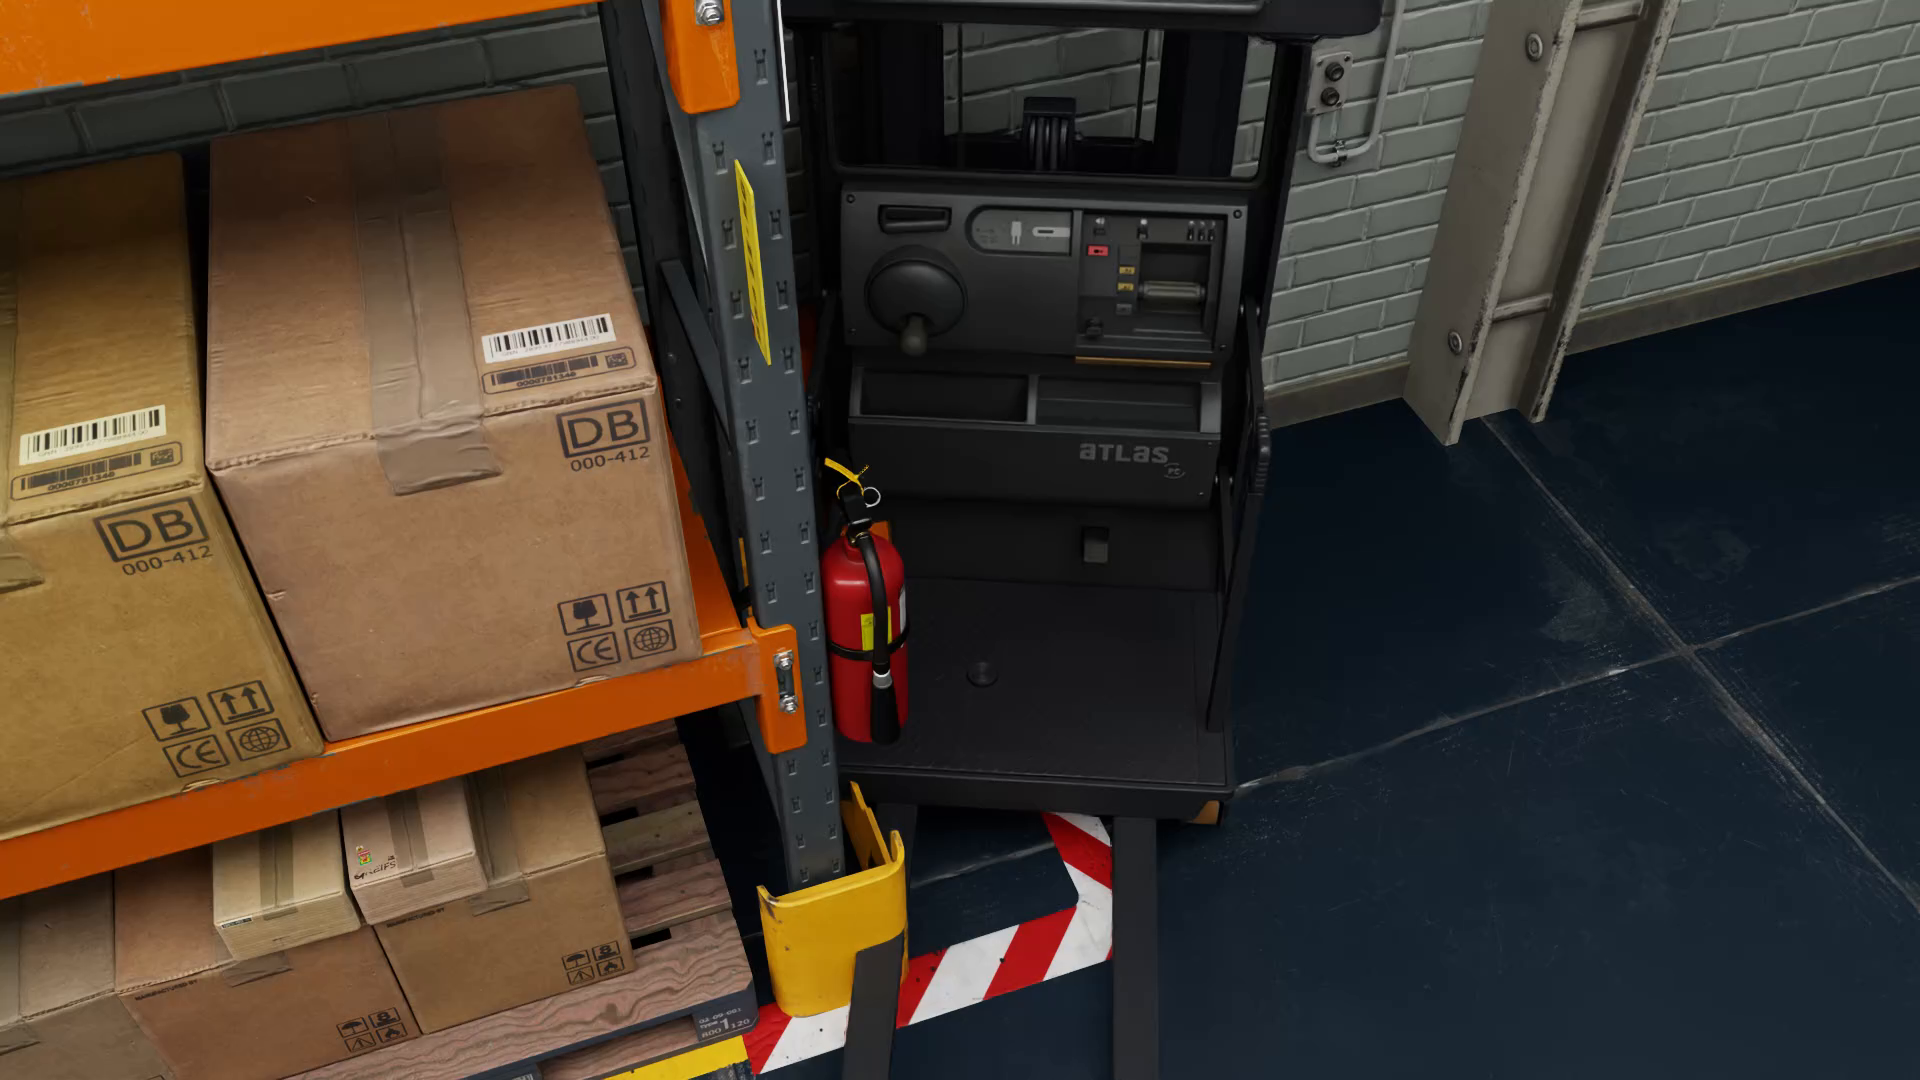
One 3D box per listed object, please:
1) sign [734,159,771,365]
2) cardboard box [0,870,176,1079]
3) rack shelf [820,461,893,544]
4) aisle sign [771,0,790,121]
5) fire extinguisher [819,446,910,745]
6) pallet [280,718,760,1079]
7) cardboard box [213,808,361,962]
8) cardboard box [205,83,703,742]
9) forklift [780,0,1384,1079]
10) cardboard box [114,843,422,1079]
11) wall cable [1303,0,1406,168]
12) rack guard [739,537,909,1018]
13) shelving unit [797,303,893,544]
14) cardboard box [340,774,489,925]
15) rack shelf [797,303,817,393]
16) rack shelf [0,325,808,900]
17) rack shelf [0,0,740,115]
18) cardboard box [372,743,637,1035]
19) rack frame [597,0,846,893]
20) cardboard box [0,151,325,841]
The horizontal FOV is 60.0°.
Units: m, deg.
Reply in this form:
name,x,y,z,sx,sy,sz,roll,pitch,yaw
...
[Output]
name,x,y,z,sx,sy,sz,roll,pitch,yaw
sign,-0.320,-0.425,2.571,0.005,0.325,0.100,-14,47,-14
cardboard box,-2.060,0.913,3.690,0.500,0.500,0.700,-16,47,-15
rack shelf,0.047,-0.126,4.904,1.000,0.278,0.538,-14,27,-11
aisle sign,-0.322,-1.033,2.326,0.004,0.787,0.394,-14,47,-14
fire extinguisher,-0.193,0.132,3.318,0.183,0.674,0.296,-14,47,-14
pallet,-1.217,0.931,4.173,1.213,0.211,1.003,-14,47,-14
cardboard box,-1.415,0.657,3.488,0.250,0.149,0.380,-13,47,-13
cardboard box,-0.968,-0.274,3.194,0.700,0.700,0.980,-12,46,-12
forklift,0.175,-0.518,3.697,1.130,2.935,3.031,3,45,3
cardboard box,-1.587,0.792,3.811,0.500,0.500,0.700,-14,47,-14
wall cable,0.392,-1.594,4.004,1.851,1.984,0.084,-14,47,-14
rack guard,-0.469,0.579,4.320,0.348,0.500,1.175,-14,47,-14
shelving unit,0.014,-0.341,4.793,1.048,1.125,0.538,-14,27,-11
cardboard box,-1.175,0.595,3.550,0.250,0.149,0.380,-15,47,-14
rack shelf,-0.027,-0.599,4.661,1.000,0.278,0.538,-14,27,-11
rack shelf,-2.373,0.437,3.204,4.000,0.370,1.077,-14,47,-14
rack shelf,-2.373,-0.622,2.142,4.000,0.370,1.077,-14,47,-14
cardboard box,-1.116,0.671,3.931,0.500,0.500,0.700,-14,47,-14
rack frame,-0.492,-0.298,3.429,0.127,3.000,1.000,-14,47,-14
cardboard box,-1.648,-0.092,3.012,0.700,0.700,0.980,-15,47,-14
